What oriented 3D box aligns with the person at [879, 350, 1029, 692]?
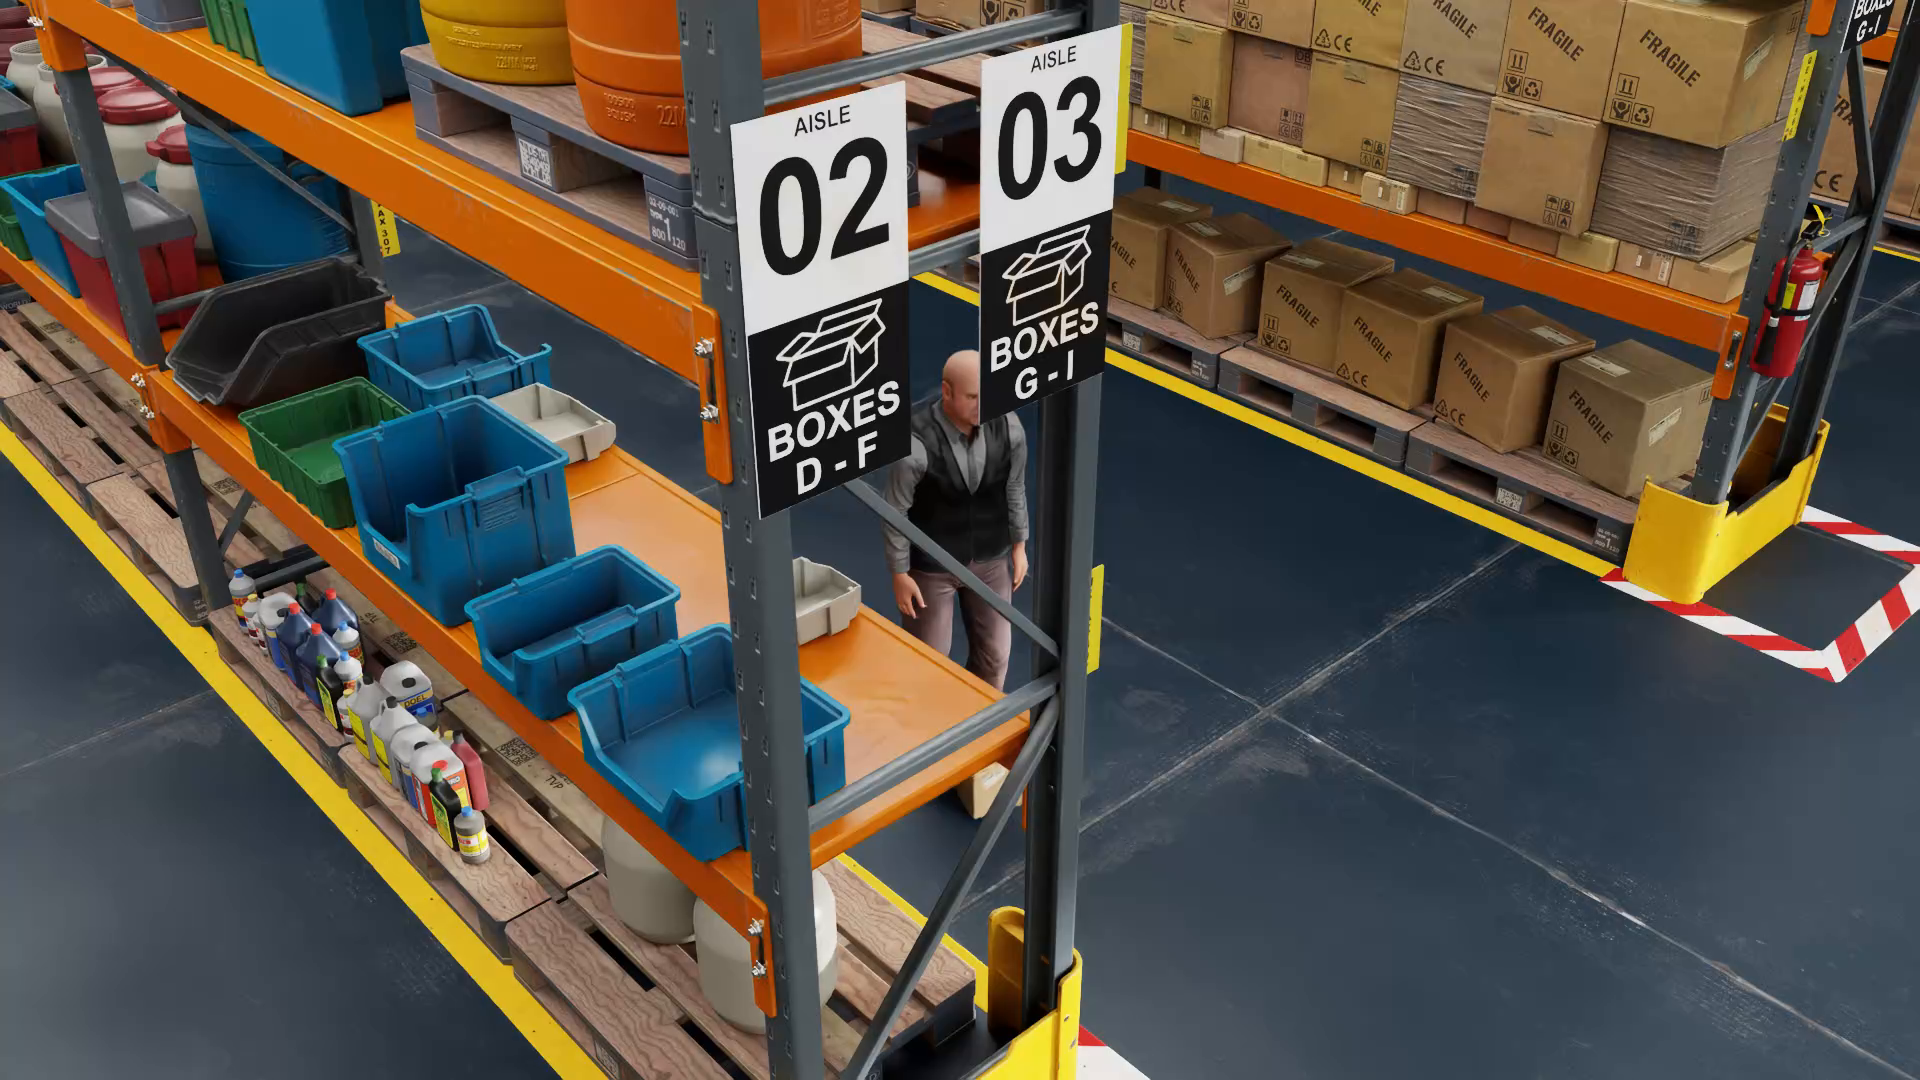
[{"bbox_3d":[-0.004,0.092,6.008,0.571,1.721,0.474,-14,34,-22],"label":"person"}]
